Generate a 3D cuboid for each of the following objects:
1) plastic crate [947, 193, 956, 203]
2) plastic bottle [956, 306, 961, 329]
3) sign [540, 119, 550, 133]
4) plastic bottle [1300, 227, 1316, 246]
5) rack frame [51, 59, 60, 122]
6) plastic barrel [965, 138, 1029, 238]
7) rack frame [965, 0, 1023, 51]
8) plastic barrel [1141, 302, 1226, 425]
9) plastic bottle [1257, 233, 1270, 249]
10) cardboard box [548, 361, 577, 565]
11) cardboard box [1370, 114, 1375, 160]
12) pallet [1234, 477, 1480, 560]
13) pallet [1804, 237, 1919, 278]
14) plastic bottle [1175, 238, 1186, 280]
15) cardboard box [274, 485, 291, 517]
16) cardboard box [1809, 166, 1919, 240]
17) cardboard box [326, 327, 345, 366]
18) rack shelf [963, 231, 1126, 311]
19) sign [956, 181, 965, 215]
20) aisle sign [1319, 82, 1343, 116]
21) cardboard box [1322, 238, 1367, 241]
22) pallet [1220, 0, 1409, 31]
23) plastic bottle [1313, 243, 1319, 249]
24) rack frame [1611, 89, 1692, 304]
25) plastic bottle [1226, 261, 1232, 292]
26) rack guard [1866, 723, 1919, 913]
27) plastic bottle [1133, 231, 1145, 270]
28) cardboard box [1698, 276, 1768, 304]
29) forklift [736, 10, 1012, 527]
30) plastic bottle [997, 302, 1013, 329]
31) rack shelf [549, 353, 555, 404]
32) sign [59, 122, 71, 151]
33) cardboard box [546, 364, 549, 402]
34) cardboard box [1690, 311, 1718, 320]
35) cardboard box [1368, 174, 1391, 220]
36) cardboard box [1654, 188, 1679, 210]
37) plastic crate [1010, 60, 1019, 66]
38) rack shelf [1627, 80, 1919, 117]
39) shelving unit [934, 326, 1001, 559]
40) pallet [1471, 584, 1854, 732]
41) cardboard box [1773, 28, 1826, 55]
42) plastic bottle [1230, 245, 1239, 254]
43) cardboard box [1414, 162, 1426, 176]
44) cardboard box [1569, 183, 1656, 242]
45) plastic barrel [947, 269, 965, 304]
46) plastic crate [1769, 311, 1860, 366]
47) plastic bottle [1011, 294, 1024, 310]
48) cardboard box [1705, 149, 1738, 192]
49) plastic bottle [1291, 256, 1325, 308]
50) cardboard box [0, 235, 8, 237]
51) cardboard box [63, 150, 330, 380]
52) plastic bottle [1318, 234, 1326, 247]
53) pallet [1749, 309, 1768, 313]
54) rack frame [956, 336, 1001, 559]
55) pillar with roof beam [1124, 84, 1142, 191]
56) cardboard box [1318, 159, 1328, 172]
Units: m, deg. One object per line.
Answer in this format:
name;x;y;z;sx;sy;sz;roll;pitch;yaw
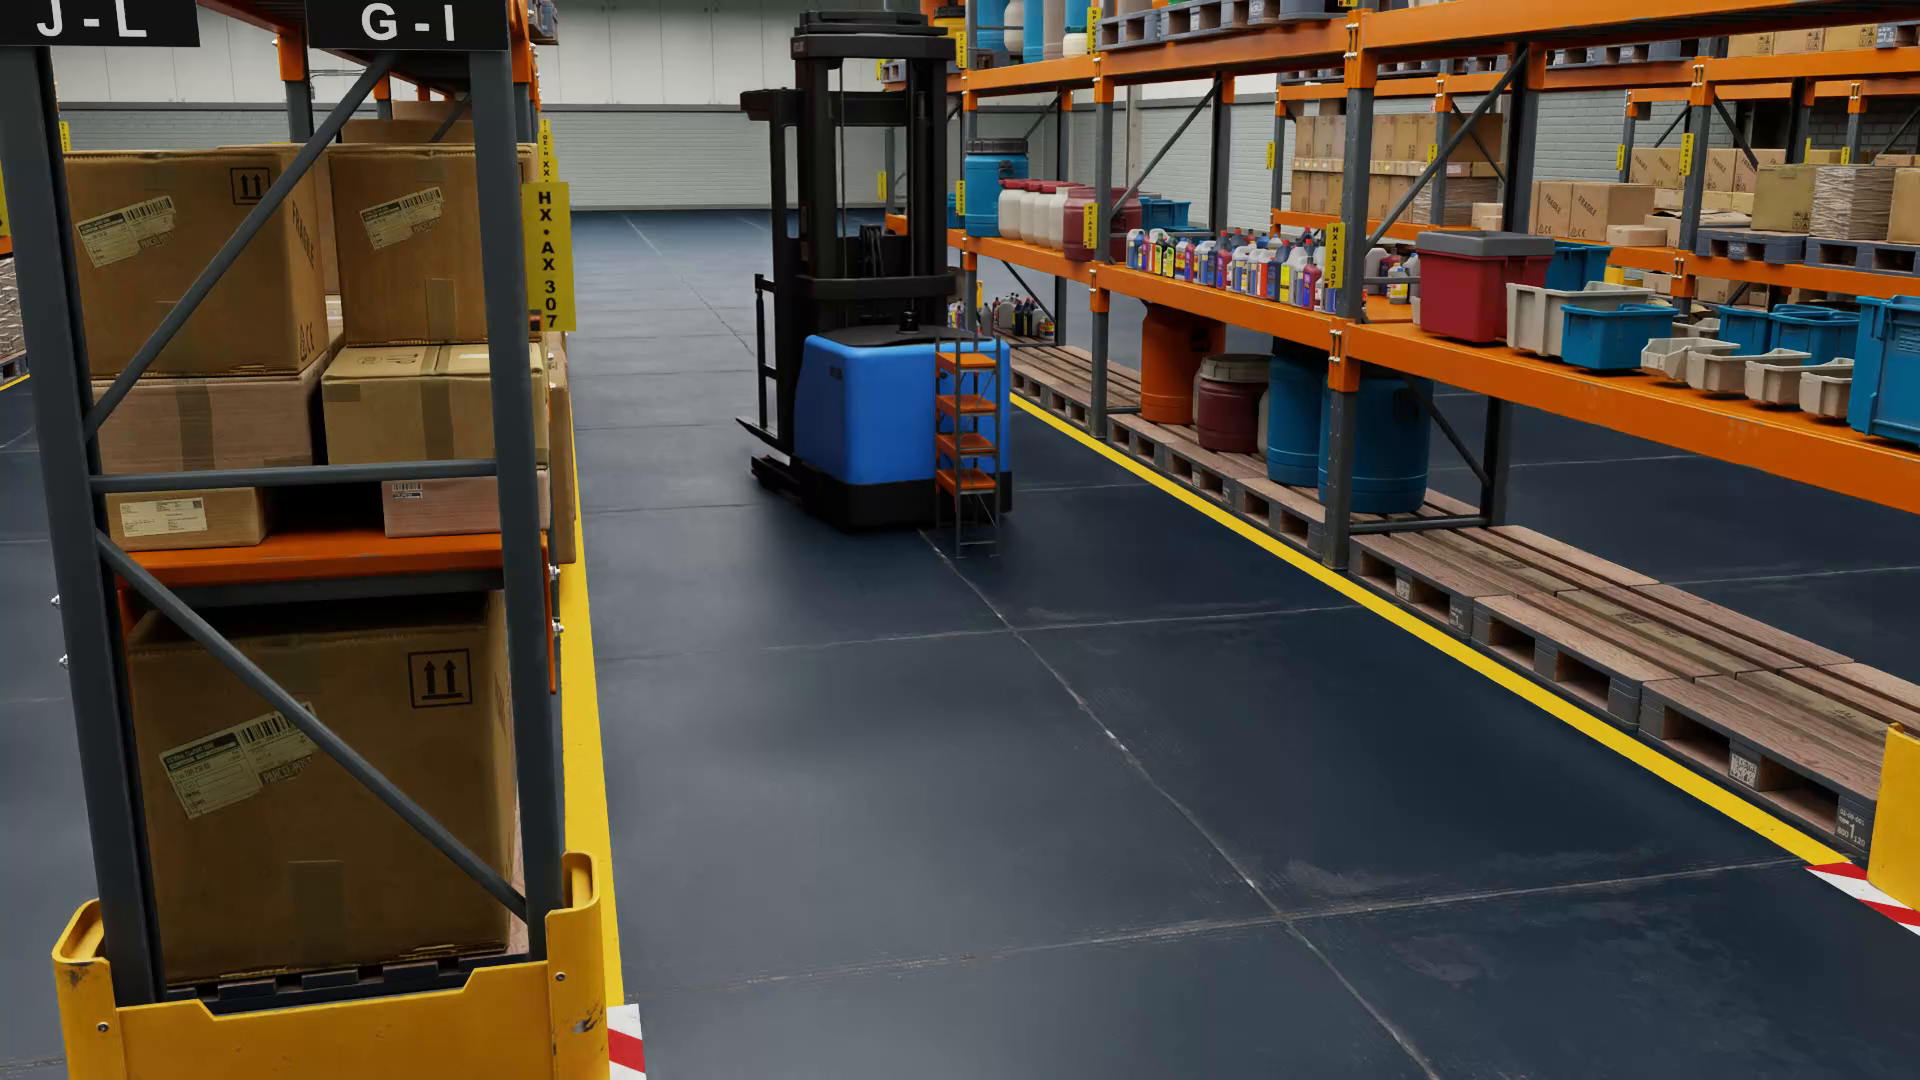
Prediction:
plastic crate;0.019;-3.930;19.508;0.499;0.251;0.616;-3;14;-13
plastic bottle;-0.006;-2.285;17.256;0.061;0.283;0.133;-2;14;-9
sign;-4.660;-4.568;18.697;0.100;0.325;0.005;-3;14;-13
plastic bottle;2.264;-1.860;10.823;0.144;0.351;0.185;-3;14;-13
rack frame;-10.049;-3.572;17.728;1.000;3.000;0.127;-3;14;-13
plastic barrel;0.346;-3.316;15.624;0.600;0.901;0.708;-3;14;-13
rack frame;0.550;-6.093;15.406;1.000;3.000;0.127;-3;14;-13
plastic barrel;1.621;-1.294;12.090;0.600;0.830;0.708;-3;14;-13
plastic bottle;2.108;-1.998;11.556;0.097;0.271;0.097;0;14;0
cardboard box;-2.556;-0.375;8.236;1.225;0.875;0.875;-3;14;-13
cardboard box;4.901;-4.582;18.918;0.700;0.500;0.500;-3;14;-13
pallet;2.288;-0.159;9.633;1.003;0.211;1.213;-3;14;-13
pallet;6.766;-1.990;11.655;1.003;0.211;1.213;-3;14;-13
plastic bottle;1.471;-1.857;10.977;0.097;0.271;0.097;0;14;0
cardboard box;-1.913;-0.136;4.192;0.380;0.149;0.250;-3;14;-13
cardboard box;6.591;-2.423;11.929;0.700;0.500;0.500;-1;14;-3
cardboard box;-1.937;-0.420;4.515;0.500;0.250;0.500;-4;14;-14
rack shelf;1.019;-2.368;14.314;1.077;0.370;4.000;-3;14;-13
sign;0.012;-3.285;15.970;0.100;0.325;0.005;-3;14;-13
aisle sign;4.696;-5.671;20.842;0.394;0.787;0.004;-3;14;-13
cardboard box;4.841;-3.502;20.770;0.500;0.500;0.500;-3;14;-13
pallet;2.149;-2.874;8.948;1.213;0.211;1.003;-3;14;-13
plastic bottle;2.232;-1.731;10.463;0.097;0.271;0.097;0;14;0
rack frame;9.240;-4.654;22.155;1.000;3.000;0.127;-3;14;-13
plastic bottle;1.678;-1.620;10.156;0.097;0.201;0.097;0;14;0
rack guard;3.386;0.809;5.063;1.175;0.500;0.348;-3;14;-13
plastic bottle;1.277;-2.047;11.758;0.097;0.271;0.097;0;14;0
cardboard box;9.573;-3.185;20.483;0.700;0.500;0.500;-4;14;-17
forklift;-0.734;-1.805;10.638;1.130;2.935;3.031;-6;15;-22
plastic bottle;0.481;-2.406;17.768;0.152;0.276;0.135;-3;14;-13
rack shelf;-2.856;-1.169;9.407;1.077;0.370;4.000;-3;14;-13
sign;-9.518;-4.277;17.674;0.100;0.325;0.005;-3;14;-13
cardboard box;-1.635;-0.528;5.796;0.380;0.149;0.250;-3;14;-12
cardboard box;6.467;-1.809;14.239;0.500;0.311;0.500;-3;14;-11
cardboard box;5.011;-3.842;18.621;0.700;0.500;0.500;-3;14;-12
cardboard box;9.182;-4.341;21.150;0.500;0.250;0.500;-4;14;-15
plastic crate;0.444;-4.912;17.339;0.336;0.188;0.450;-3;14;-13
rack shelf;9.710;-5.300;19.996;1.077;0.370;4.000;-3;14;-13
shelving unit;0.039;-0.545;9.128;0.258;1.200;0.503;-3;14;-13
pallet;2.929;0.471;7.055;1.003;0.211;1.213;-3;14;-13
cardboard box;6.560;-3.820;12.213;0.910;0.500;0.500;-3;14;-13
plastic bottle;1.705;-1.688;10.288;0.097;0.271;0.097;0;14;0
cardboard box;5.037;-3.926;17.597;0.380;0.149;0.250;-4;14;-14
cardboard box;5.895;-2.966;15.036;0.500;0.500;0.500;-4;14;-16
plastic barrel;-0.043;-2.834;19.063;0.421;0.512;0.421;0;14;0
plastic crate;3.321;-0.737;6.351;0.416;0.233;0.300;-3;14;-13
plastic bottle;0.619;-2.457;17.816;0.144;0.351;0.185;-3;14;-14
cardboard box;9.415;-4.475;20.119;0.500;0.500;0.500;-3;14;-11
plastic bottle;1.936;-1.430;9.222;0.152;0.276;0.135;-3;14;-13
cardboard box;-9.372;-3.064;15.330;0.875;0.550;0.550;-3;14;-13
cardboard box;-1.816;-0.668;3.950;0.500;0.500;0.500;-3;14;-12
plastic bottle;2.339;-1.786;10.522;0.144;0.351;0.185;-3;14;-13
pallet;9.988;-2.529;19.335;1.003;0.211;1.213;-3;14;-13
rack frame;0.096;-0.488;8.898;0.240;1.200;0.015;-3;14;-13
pillar with roof beam;0.424;-12.751;42.659;9.100;9.000;0.400;-3;14;-13
cardboard box;4.488;-4.461;19.789;0.380;0.149;0.250;-4;14;-14
